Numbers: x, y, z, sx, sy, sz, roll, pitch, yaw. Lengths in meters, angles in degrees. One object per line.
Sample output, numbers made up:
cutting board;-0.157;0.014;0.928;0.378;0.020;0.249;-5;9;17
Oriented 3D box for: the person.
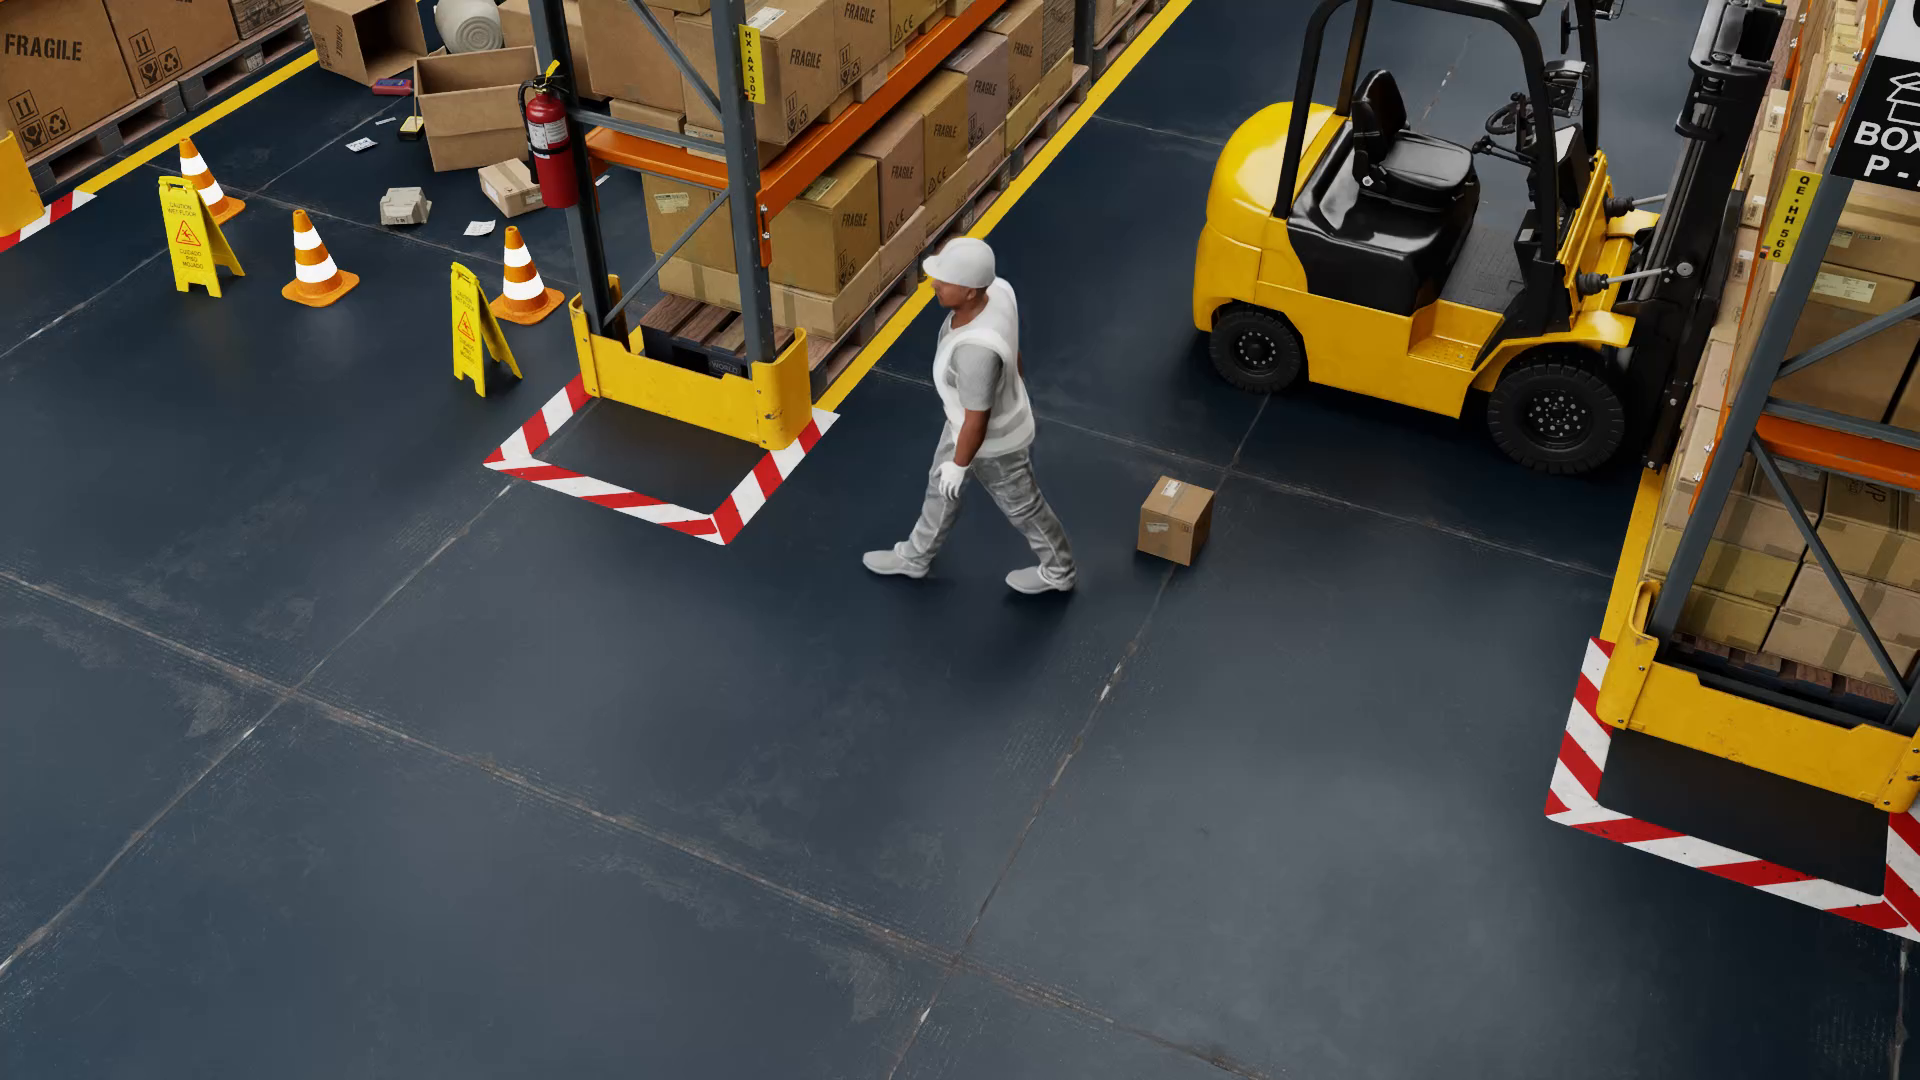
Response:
person;0.042;-0.449;6.636;0.927;1.734;0.590;-2;42;-2
